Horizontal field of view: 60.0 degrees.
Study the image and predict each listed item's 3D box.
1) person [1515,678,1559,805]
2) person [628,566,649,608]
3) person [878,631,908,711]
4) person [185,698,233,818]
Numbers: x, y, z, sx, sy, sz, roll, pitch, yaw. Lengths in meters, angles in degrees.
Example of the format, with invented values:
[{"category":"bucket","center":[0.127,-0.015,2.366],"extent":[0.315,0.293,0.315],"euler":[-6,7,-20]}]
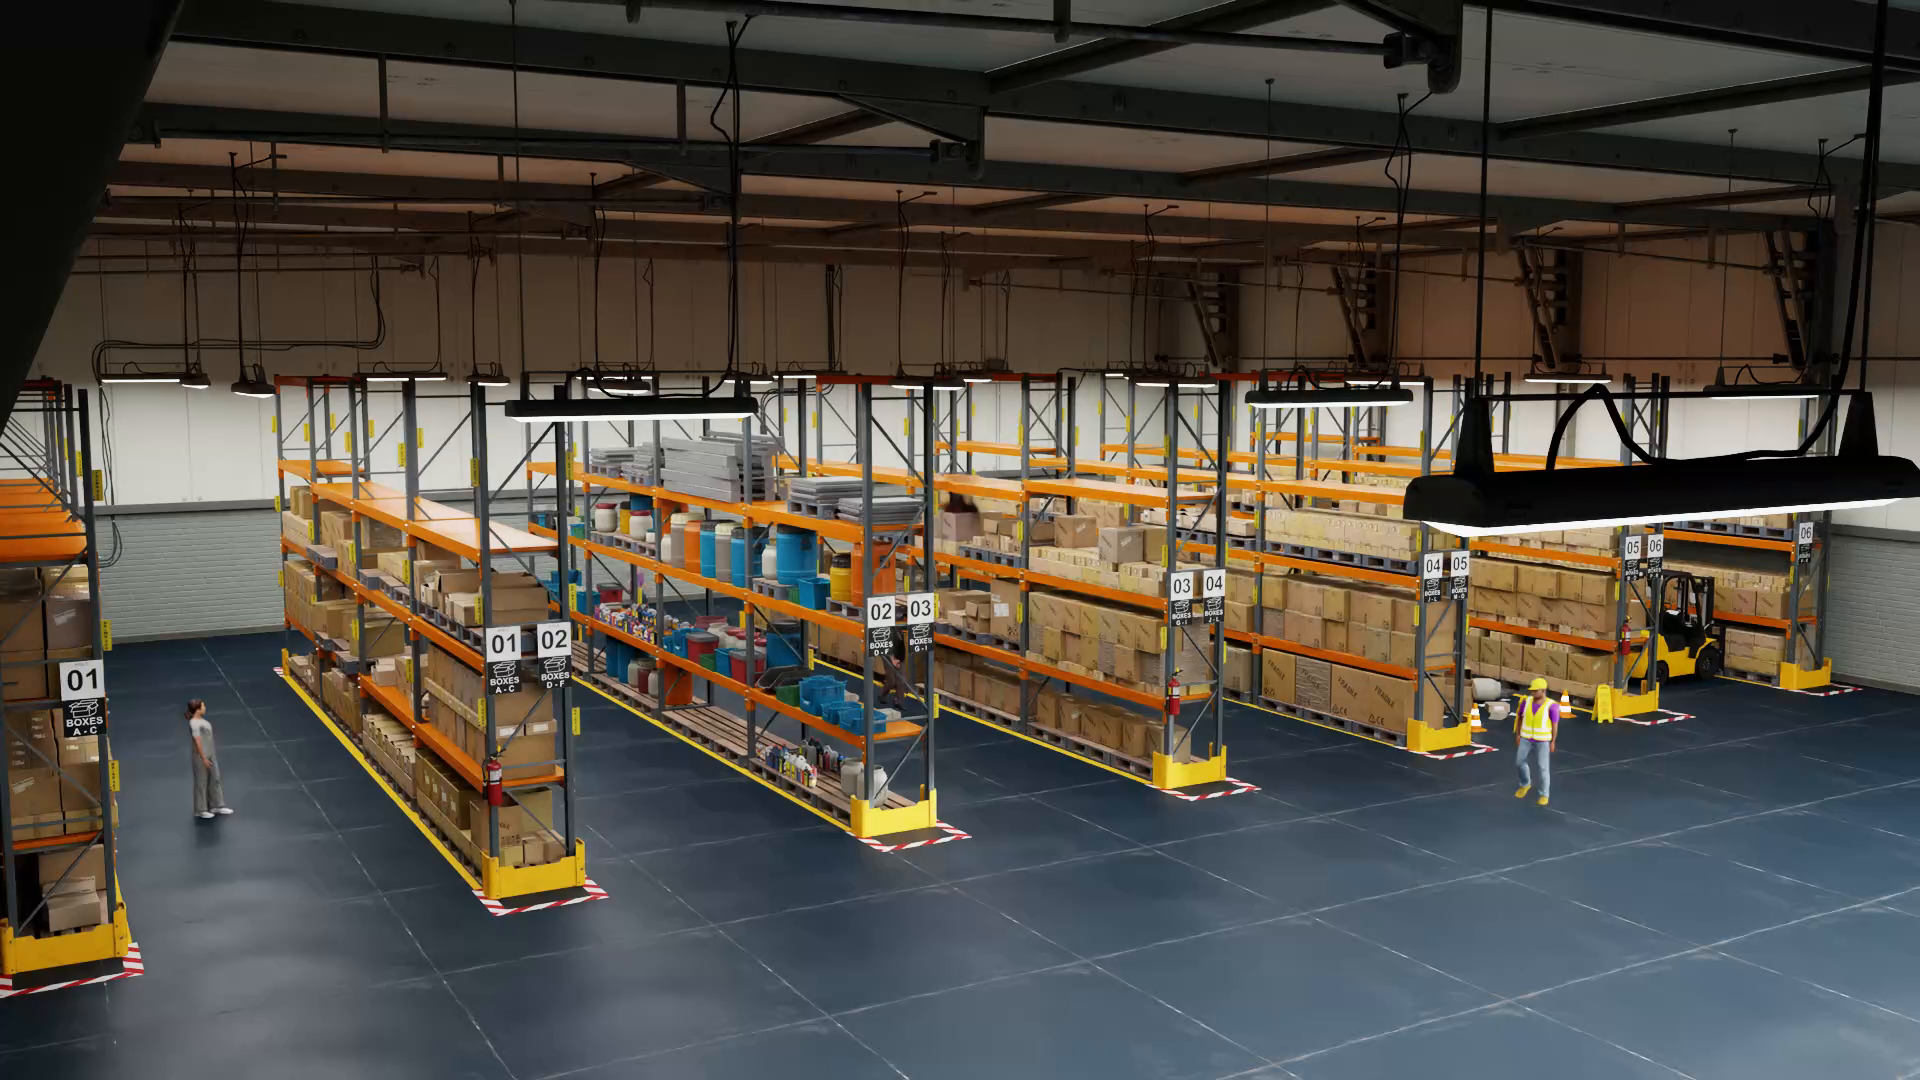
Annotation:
[{"category":"person","center":[8.209,2.855,23.706],"extent":[0.575,1.786,0.499],"euler":[5,8,36]},{"category":"person","center":[-7.678,1.204,39.653],"extent":[0.514,1.613,0.390],"euler":[-2,6,-15]},{"category":"person","center":[-1.158,2.147,29.415],"extent":[0.664,1.710,0.661],"euler":[5,8,37]},{"category":"person","center":[-10.391,3.002,22.964],"extent":[0.490,1.685,0.542],"euler":[0,6,1]}]
